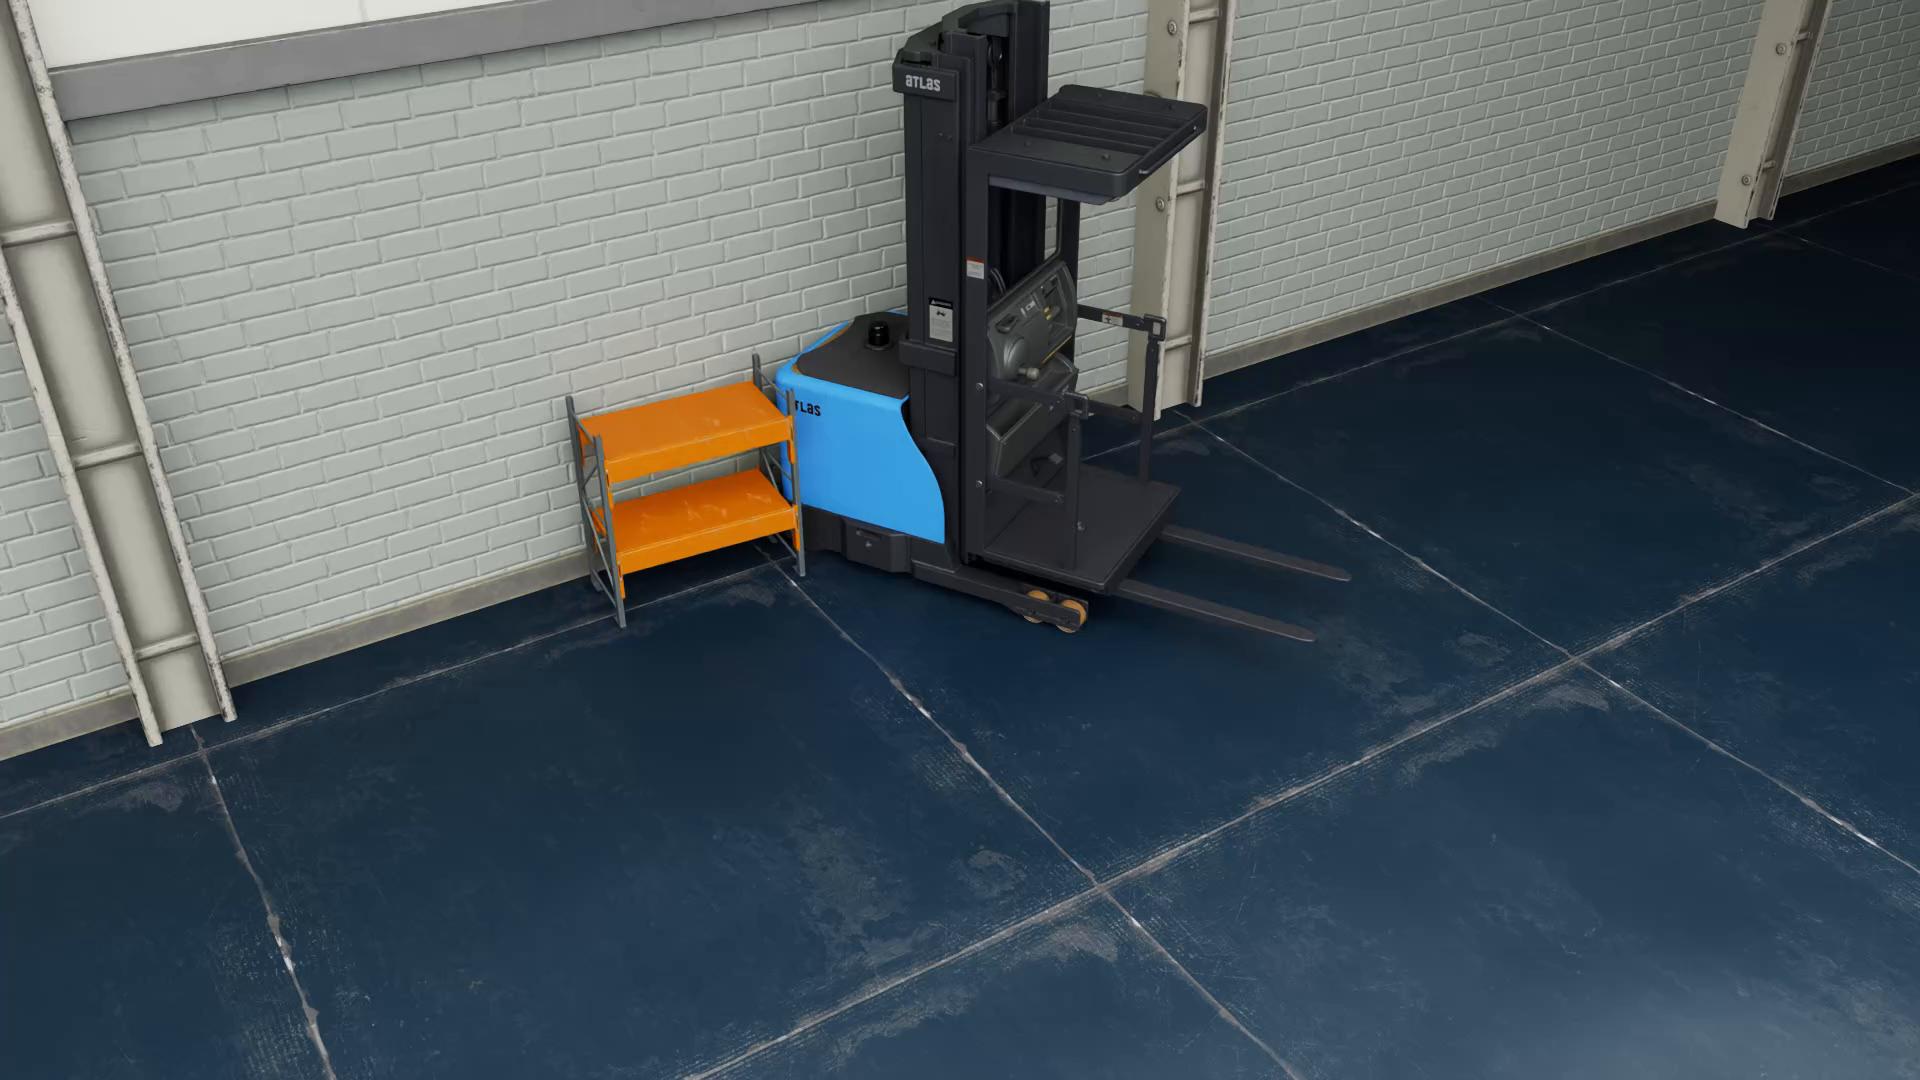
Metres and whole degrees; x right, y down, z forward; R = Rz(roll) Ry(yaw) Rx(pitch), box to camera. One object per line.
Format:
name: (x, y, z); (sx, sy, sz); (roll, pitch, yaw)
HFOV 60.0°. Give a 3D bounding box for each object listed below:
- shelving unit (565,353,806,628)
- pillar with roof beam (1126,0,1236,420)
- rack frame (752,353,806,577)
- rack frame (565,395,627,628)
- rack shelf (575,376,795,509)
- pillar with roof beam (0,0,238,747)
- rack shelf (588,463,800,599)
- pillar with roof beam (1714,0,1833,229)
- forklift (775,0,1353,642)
shelving unit: (-1.421, -0.267, 8.741); (1.048, 1.125, 0.538); (-16, 36, -24)
pillar with roof beam: (3.648, -2.761, 5.315); (0.400, 9.000, 9.100); (-19, 37, -27)
rack frame: (-0.974, -0.396, 8.945); (0.032, 1.125, 0.500); (-16, 36, -24)
rack frame: (-1.869, -0.138, 8.537); (0.032, 1.125, 0.500); (-16, 36, -24)
rack shelf: (-1.421, -0.515, 8.585); (1.000, 0.278, 0.538); (-16, 36, -24)
pillar with roof beam: (-1.395, -1.027, 2.565); (0.400, 9.000, 9.100); (-19, 37, -27)
rack shelf: (-1.421, -0.060, 8.871); (1.000, 0.278, 0.538); (-16, 36, -24)
pillar with roof beam: (8.691, -4.496, 8.064); (0.400, 9.000, 9.100); (-19, 37, -27)
forklift: (0.551, -1.085, 8.345); (3.031, 2.935, 1.130); (16, 35, 23)
